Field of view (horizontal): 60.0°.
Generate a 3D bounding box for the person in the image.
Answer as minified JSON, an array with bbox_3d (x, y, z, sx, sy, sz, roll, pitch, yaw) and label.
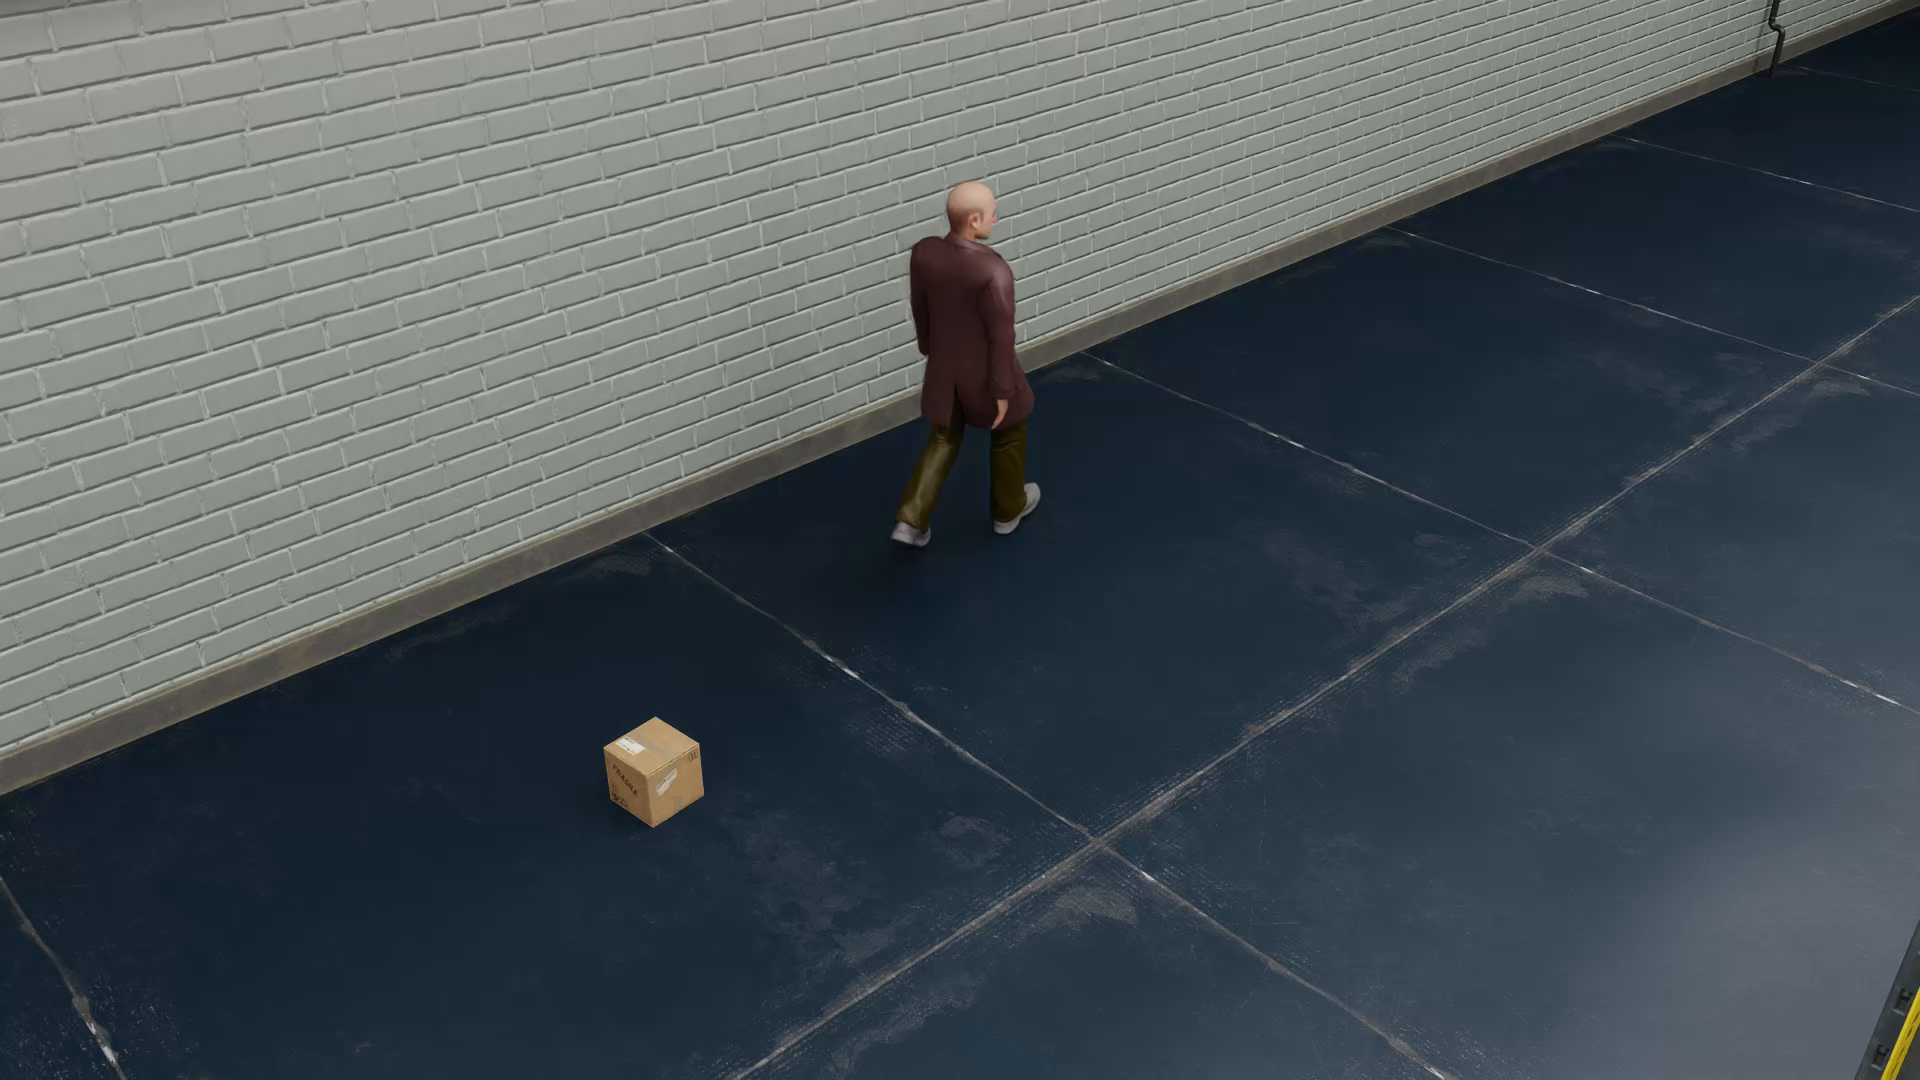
[{"bbox_3d":[0.029,-0.752,7.378,0.602,1.752,0.979,19,36,28],"label":"person"}]
